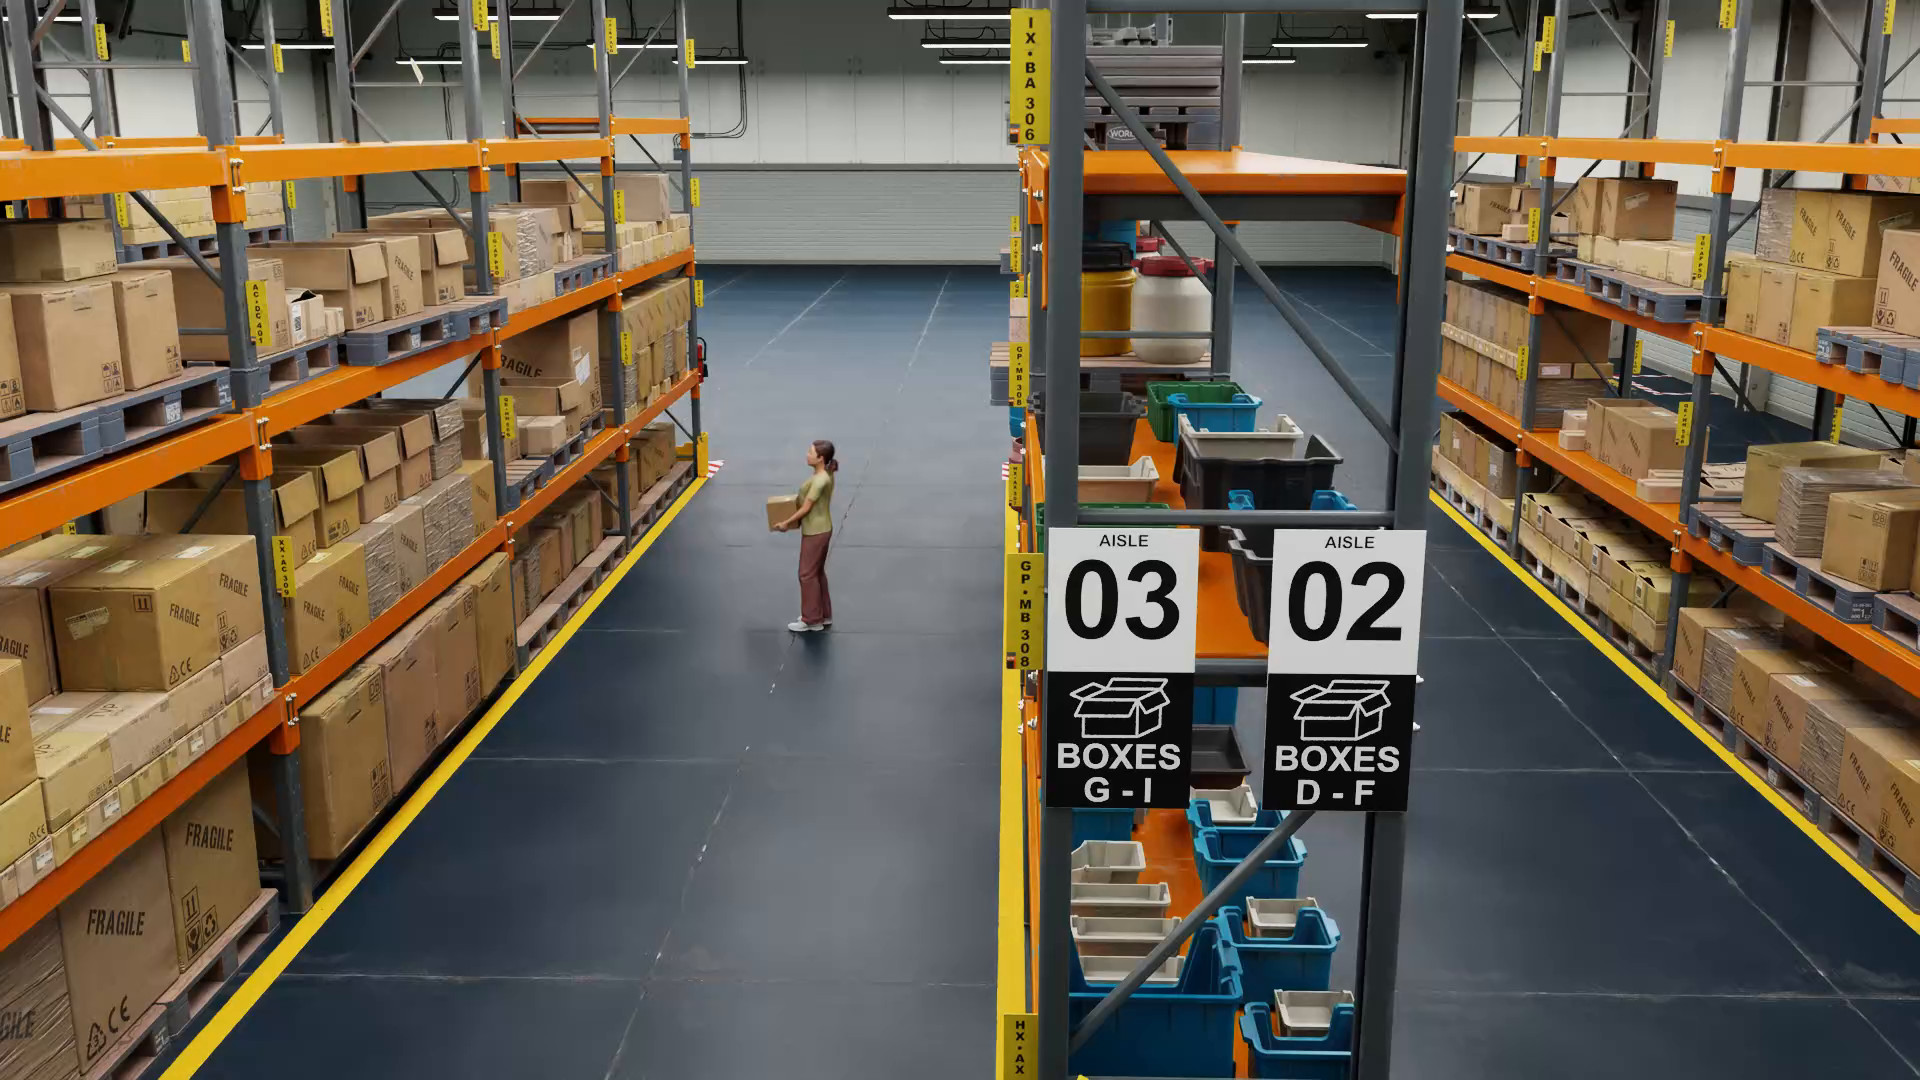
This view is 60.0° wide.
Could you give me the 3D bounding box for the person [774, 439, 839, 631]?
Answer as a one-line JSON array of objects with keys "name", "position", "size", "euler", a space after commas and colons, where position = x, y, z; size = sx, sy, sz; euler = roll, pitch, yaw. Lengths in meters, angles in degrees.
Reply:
[{"name": "person", "position": [-1.298, -0.047, 14.215], "size": [0.561, 1.662, 0.426], "euler": [1, 14, 2]}]
